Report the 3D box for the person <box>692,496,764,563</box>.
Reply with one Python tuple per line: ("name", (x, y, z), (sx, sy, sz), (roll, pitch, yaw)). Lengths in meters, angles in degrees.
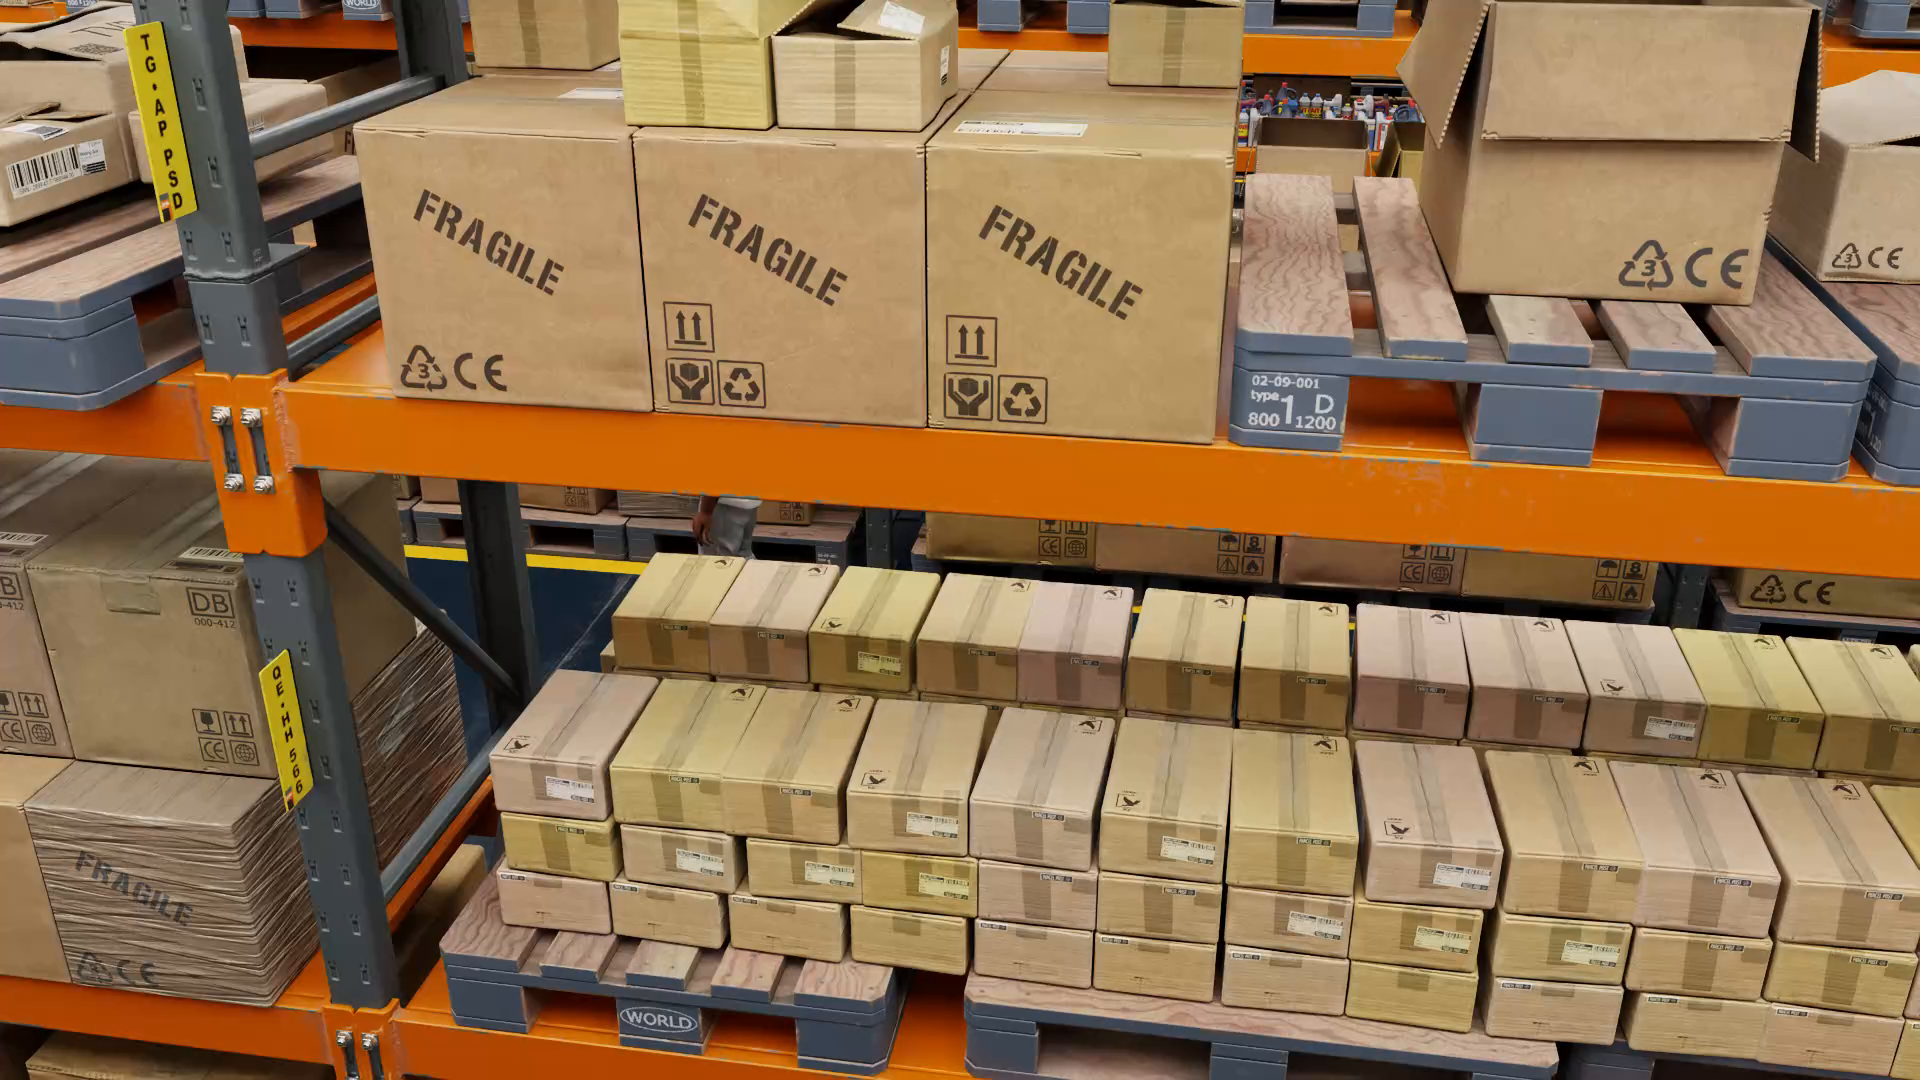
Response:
("person", (-1.087, -0.236, 7.597), (0.462, 1.759, 0.633), (4, 25, 8))
